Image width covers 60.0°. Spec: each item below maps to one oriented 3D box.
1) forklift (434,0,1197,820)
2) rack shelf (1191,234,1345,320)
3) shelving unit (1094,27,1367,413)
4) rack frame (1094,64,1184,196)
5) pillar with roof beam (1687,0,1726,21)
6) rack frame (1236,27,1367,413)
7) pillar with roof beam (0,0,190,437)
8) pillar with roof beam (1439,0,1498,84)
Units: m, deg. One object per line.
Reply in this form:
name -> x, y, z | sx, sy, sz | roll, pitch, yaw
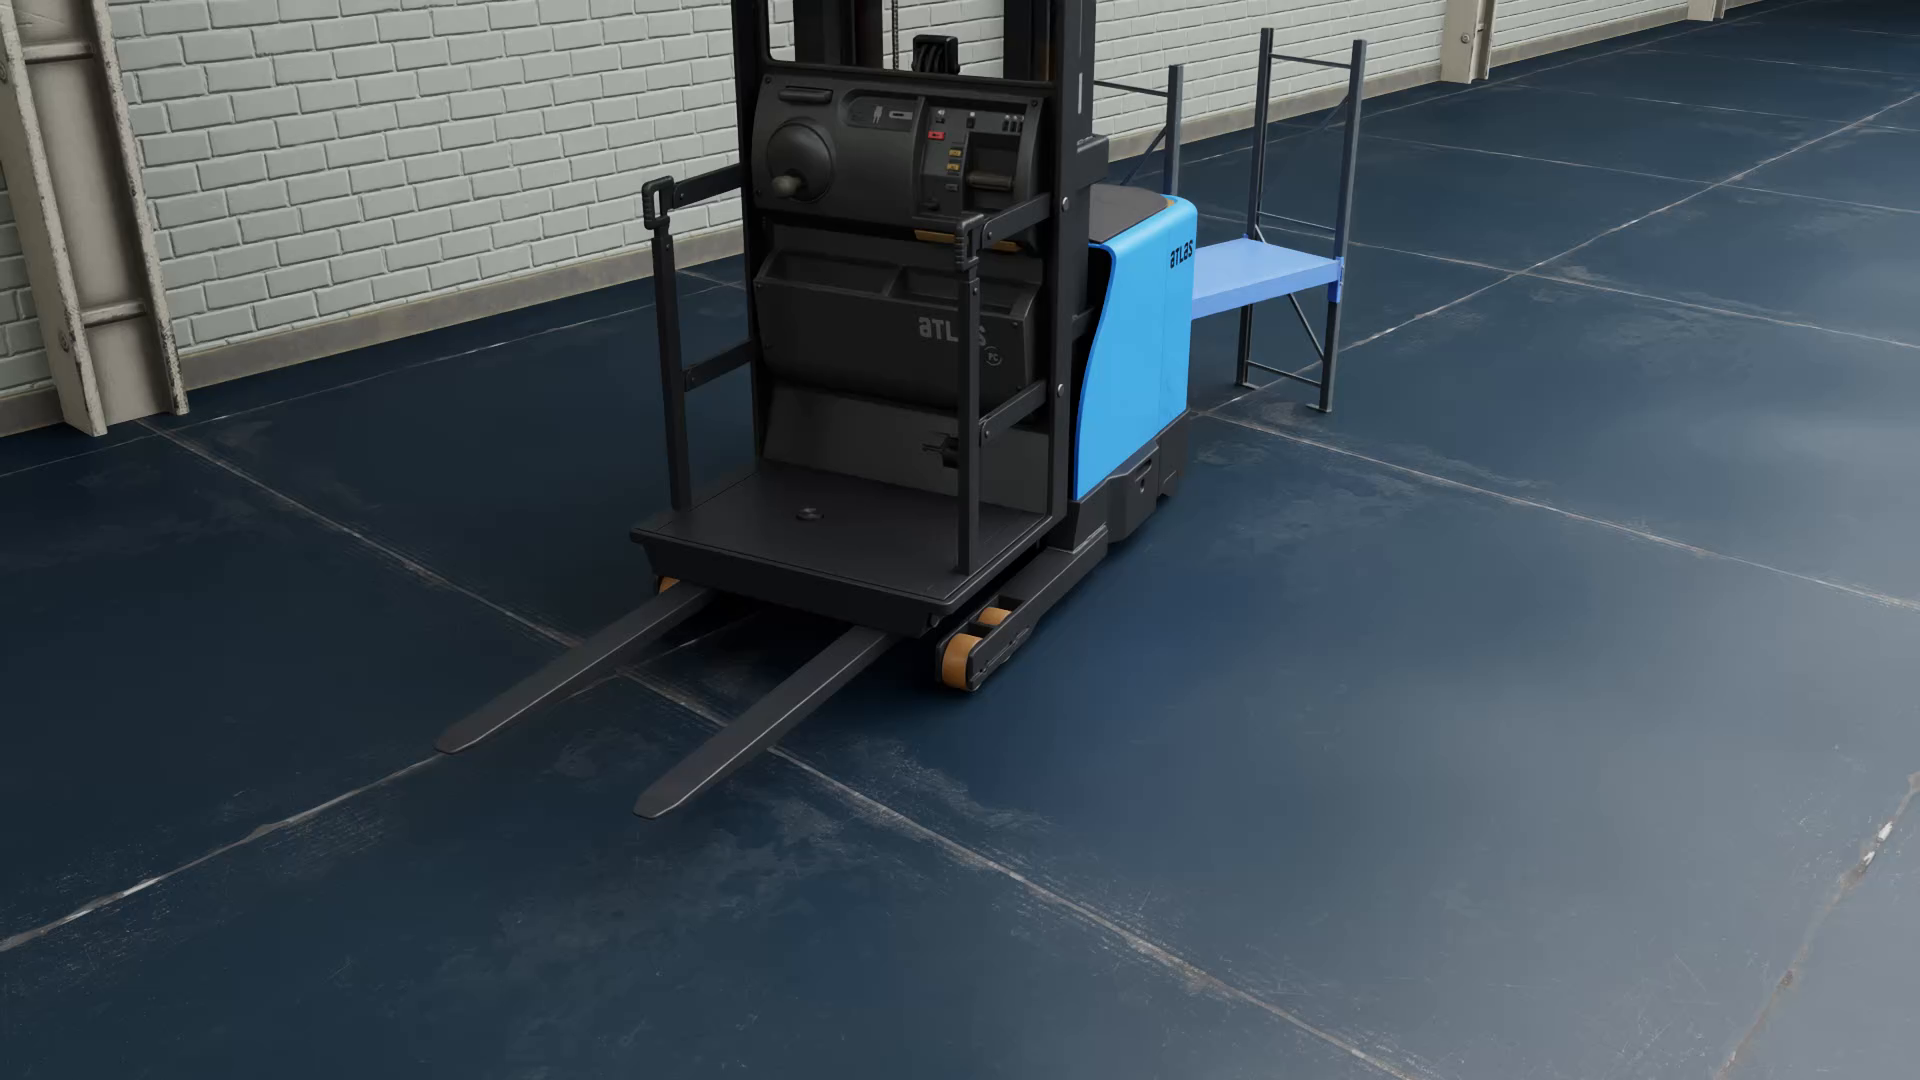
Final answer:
forklift -> -0.292, -1.110, 4.644 | 1.130, 2.935, 3.031 | 12, 27, 25
rack shelf -> 0.990, -0.996, 6.578 | 1.000, 0.185, 0.538 | -19, 30, -36
shelving unit -> 0.990, -1.160, 6.504 | 1.048, 1.500, 0.538 | -19, 30, -36
rack frame -> 0.601, -1.026, 6.206 | 0.032, 1.500, 0.500 | -19, 30, -36
pillar with roof beam -> 11.760, -8.931, 14.669 | 9.100, 9.000, 0.400 | 20, 31, 38
rack frame -> 1.379, -1.294, 6.803 | 0.032, 1.500, 0.500 | -19, 30, -36
pillar with roof beam -> -0.254, -3.446, 2.438 | 9.100, 9.000, 0.400 | 20, 31, 38
pillar with roof beam -> 7.755, -7.102, 10.592 | 9.100, 9.000, 0.400 | 20, 31, 38
